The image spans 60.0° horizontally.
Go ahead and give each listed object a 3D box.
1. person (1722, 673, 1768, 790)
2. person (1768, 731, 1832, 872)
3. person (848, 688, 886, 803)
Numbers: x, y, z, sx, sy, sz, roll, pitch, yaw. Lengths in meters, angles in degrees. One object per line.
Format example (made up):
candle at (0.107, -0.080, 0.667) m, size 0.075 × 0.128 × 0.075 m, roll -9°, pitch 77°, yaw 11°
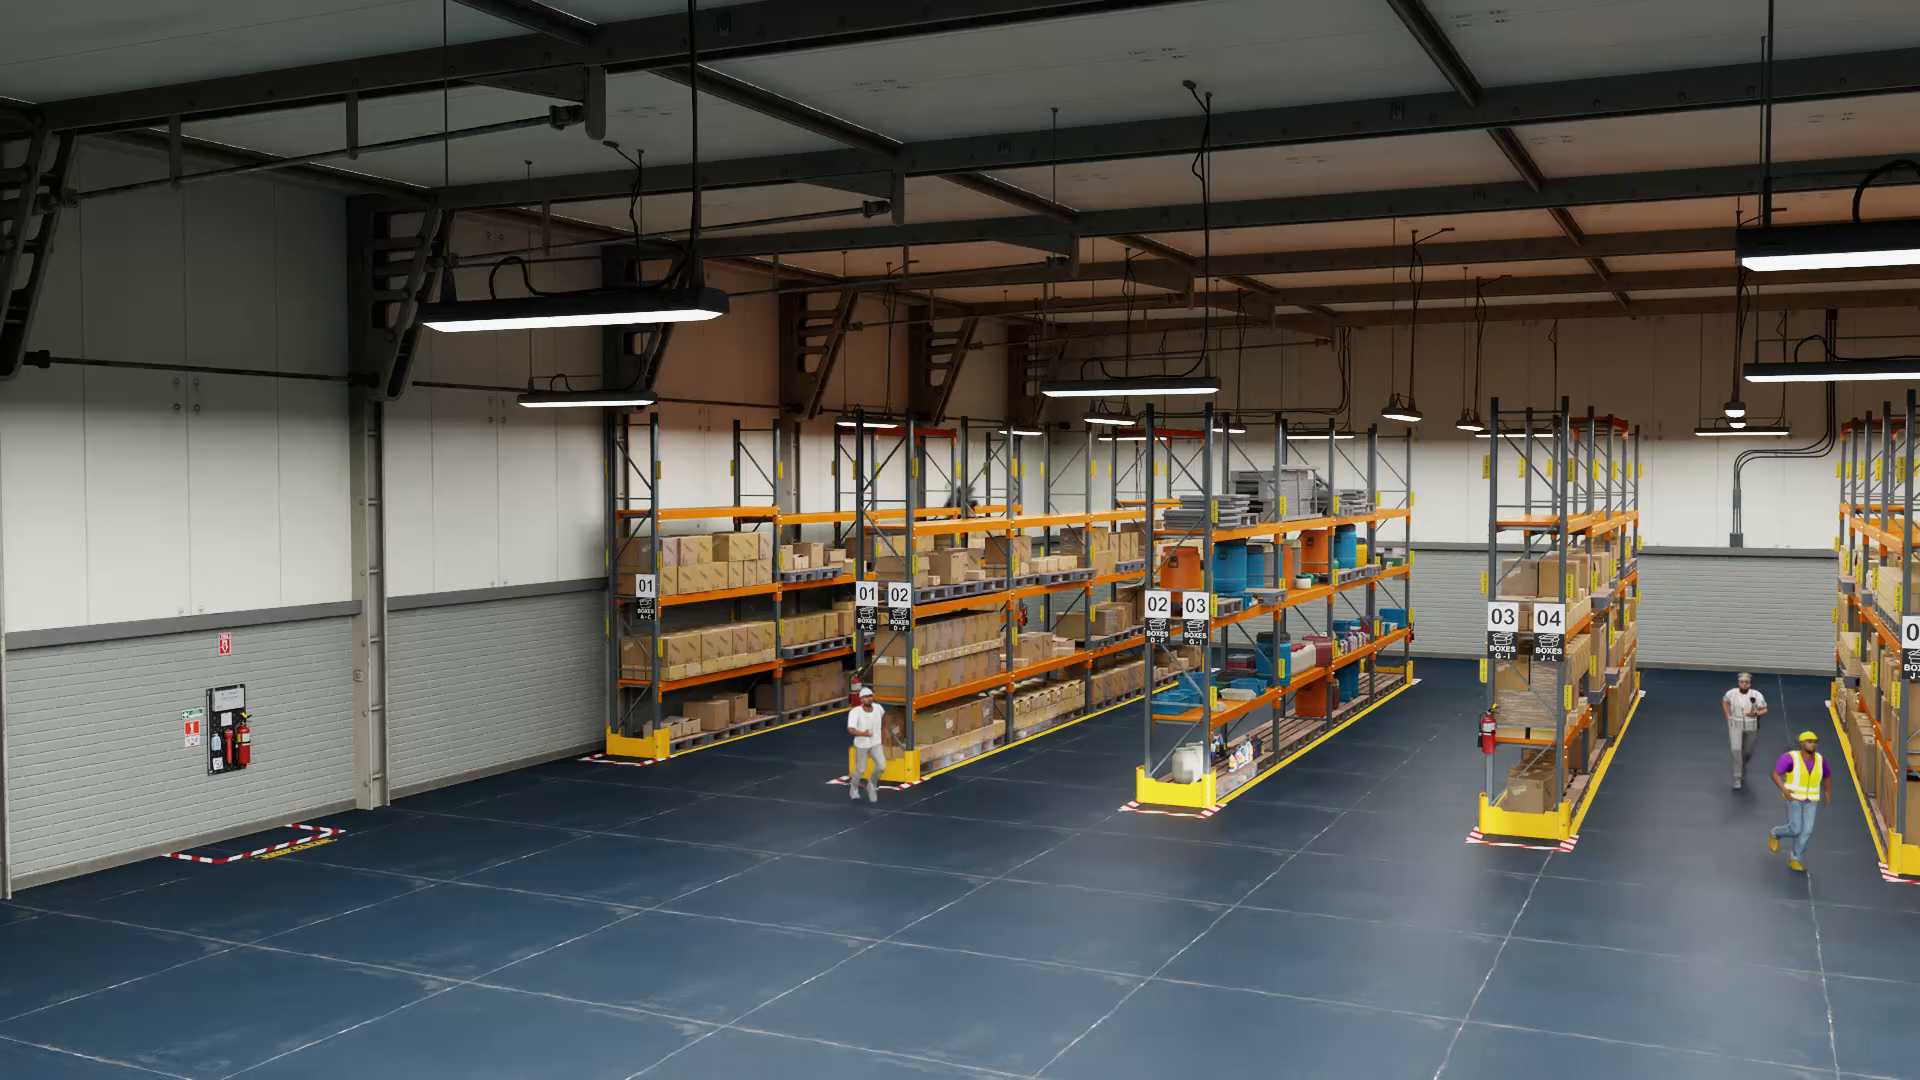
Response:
person at (12.504, 3.018, 26.488) m, size 0.625 × 1.831 × 1.058 m, roll 1°, pitch 3°, yaw 18°
person at (10.655, 3.276, 21.043) m, size 0.727 × 1.728 × 0.676 m, roll 0°, pitch 2°, yaw -1°
person at (-1.360, 3.067, 24.896) m, size 0.712 × 1.735 × 0.848 m, roll -1°, pitch 3°, yaw -25°
